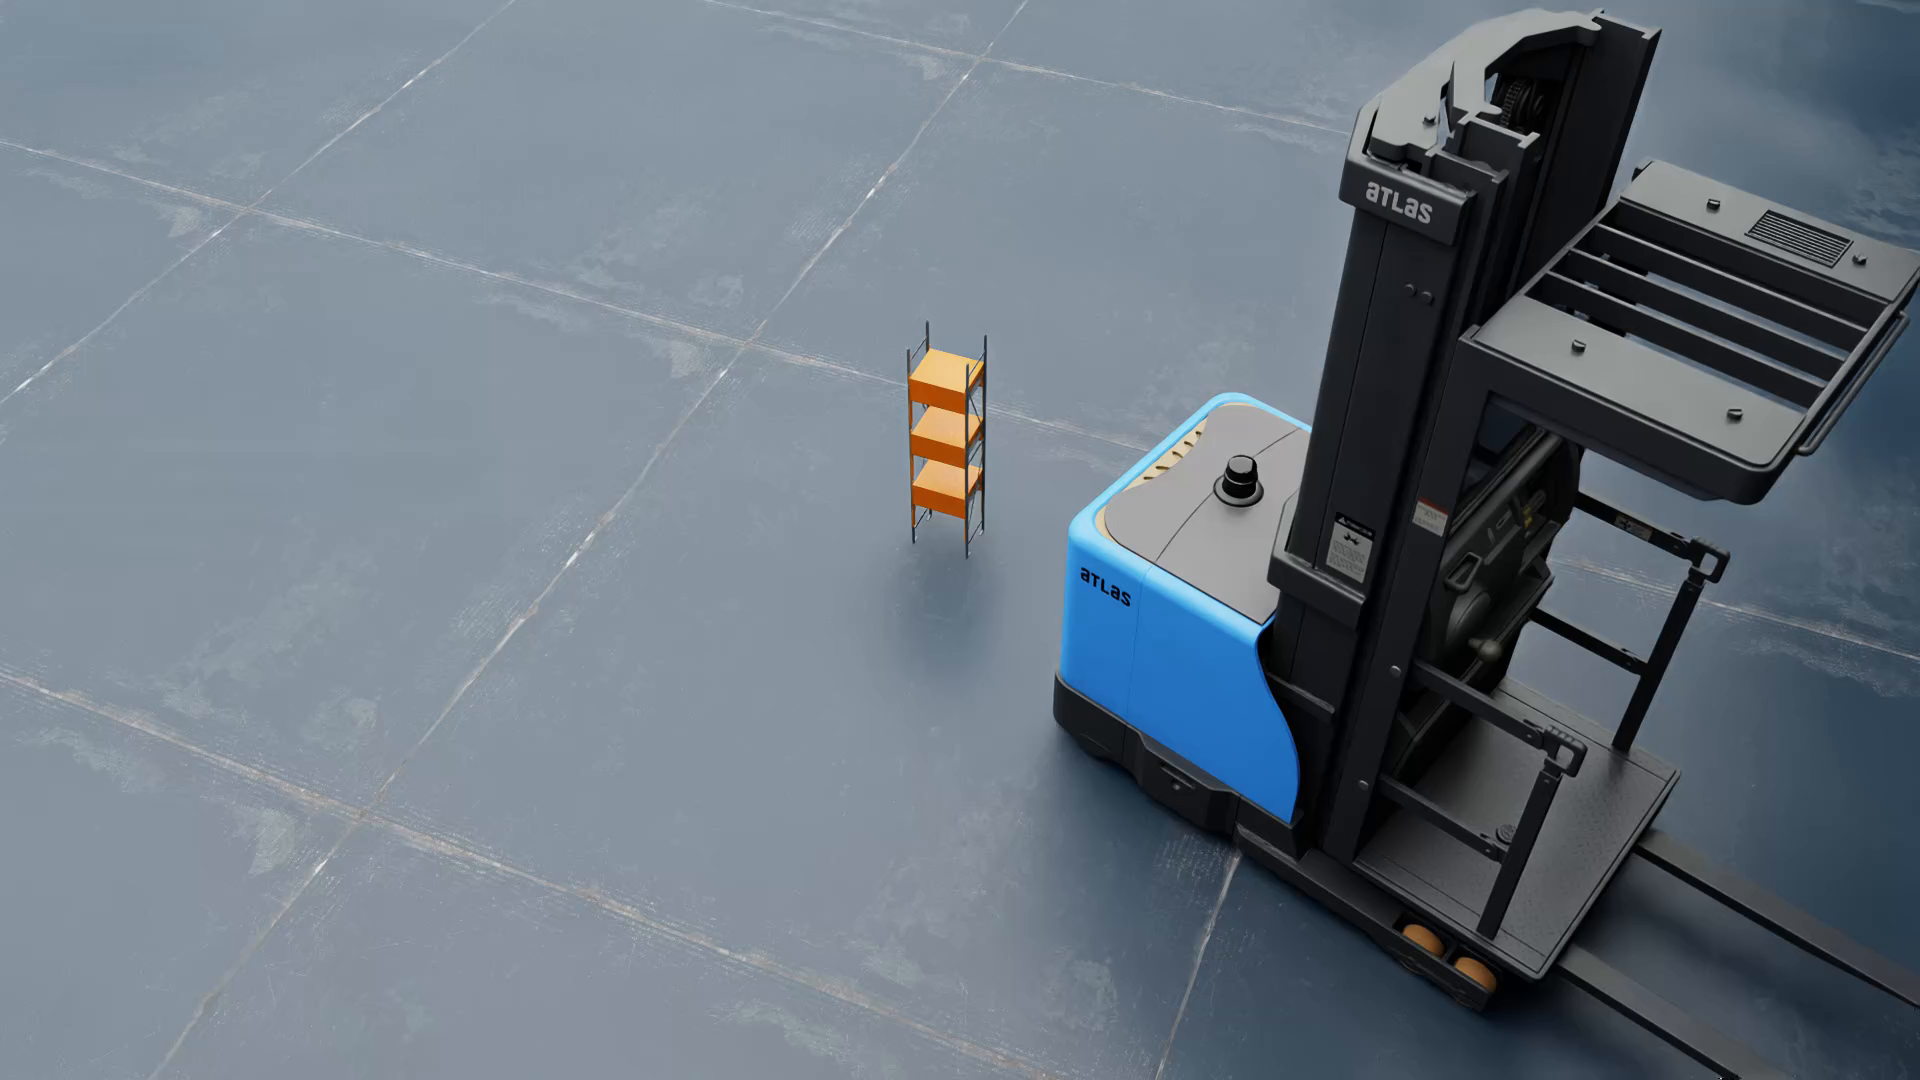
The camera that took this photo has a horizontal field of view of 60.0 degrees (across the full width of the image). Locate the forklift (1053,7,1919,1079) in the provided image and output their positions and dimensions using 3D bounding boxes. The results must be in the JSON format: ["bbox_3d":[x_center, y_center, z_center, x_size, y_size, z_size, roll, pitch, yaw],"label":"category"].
[{"bbox_3d":[1.802,0.085,4.925,3.031,2.935,1.130,31,53,27],"label":"forklift"}]

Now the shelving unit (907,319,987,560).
[{"bbox_3d":[-0.049,-0.387,6.733,0.252,1.050,0.215,16,47,16],"label":"shelving unit"}]

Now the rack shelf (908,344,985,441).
[{"bbox_3d":[-0.049,-0.580,6.541,0.240,0.259,0.215,16,47,16],"label":"rack shelf"}]

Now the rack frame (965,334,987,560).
[{"bbox_3d":[0.063,-0.354,6.700,0.008,1.050,0.200,16,47,16],"label":"rack frame"}]

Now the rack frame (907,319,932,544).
[{"bbox_3d":[-0.162,-0.420,6.767,0.008,1.050,0.200,16,47,16],"label":"rack frame"}]

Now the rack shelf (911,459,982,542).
[{"bbox_3d":[-0.049,-0.182,6.937,0.240,0.259,0.215,16,47,16],"label":"rack shelf"}]

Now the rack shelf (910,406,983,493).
[{"bbox_3d":[-0.049,-0.379,6.741,0.240,0.259,0.215,16,47,16],"label":"rack shelf"}]
